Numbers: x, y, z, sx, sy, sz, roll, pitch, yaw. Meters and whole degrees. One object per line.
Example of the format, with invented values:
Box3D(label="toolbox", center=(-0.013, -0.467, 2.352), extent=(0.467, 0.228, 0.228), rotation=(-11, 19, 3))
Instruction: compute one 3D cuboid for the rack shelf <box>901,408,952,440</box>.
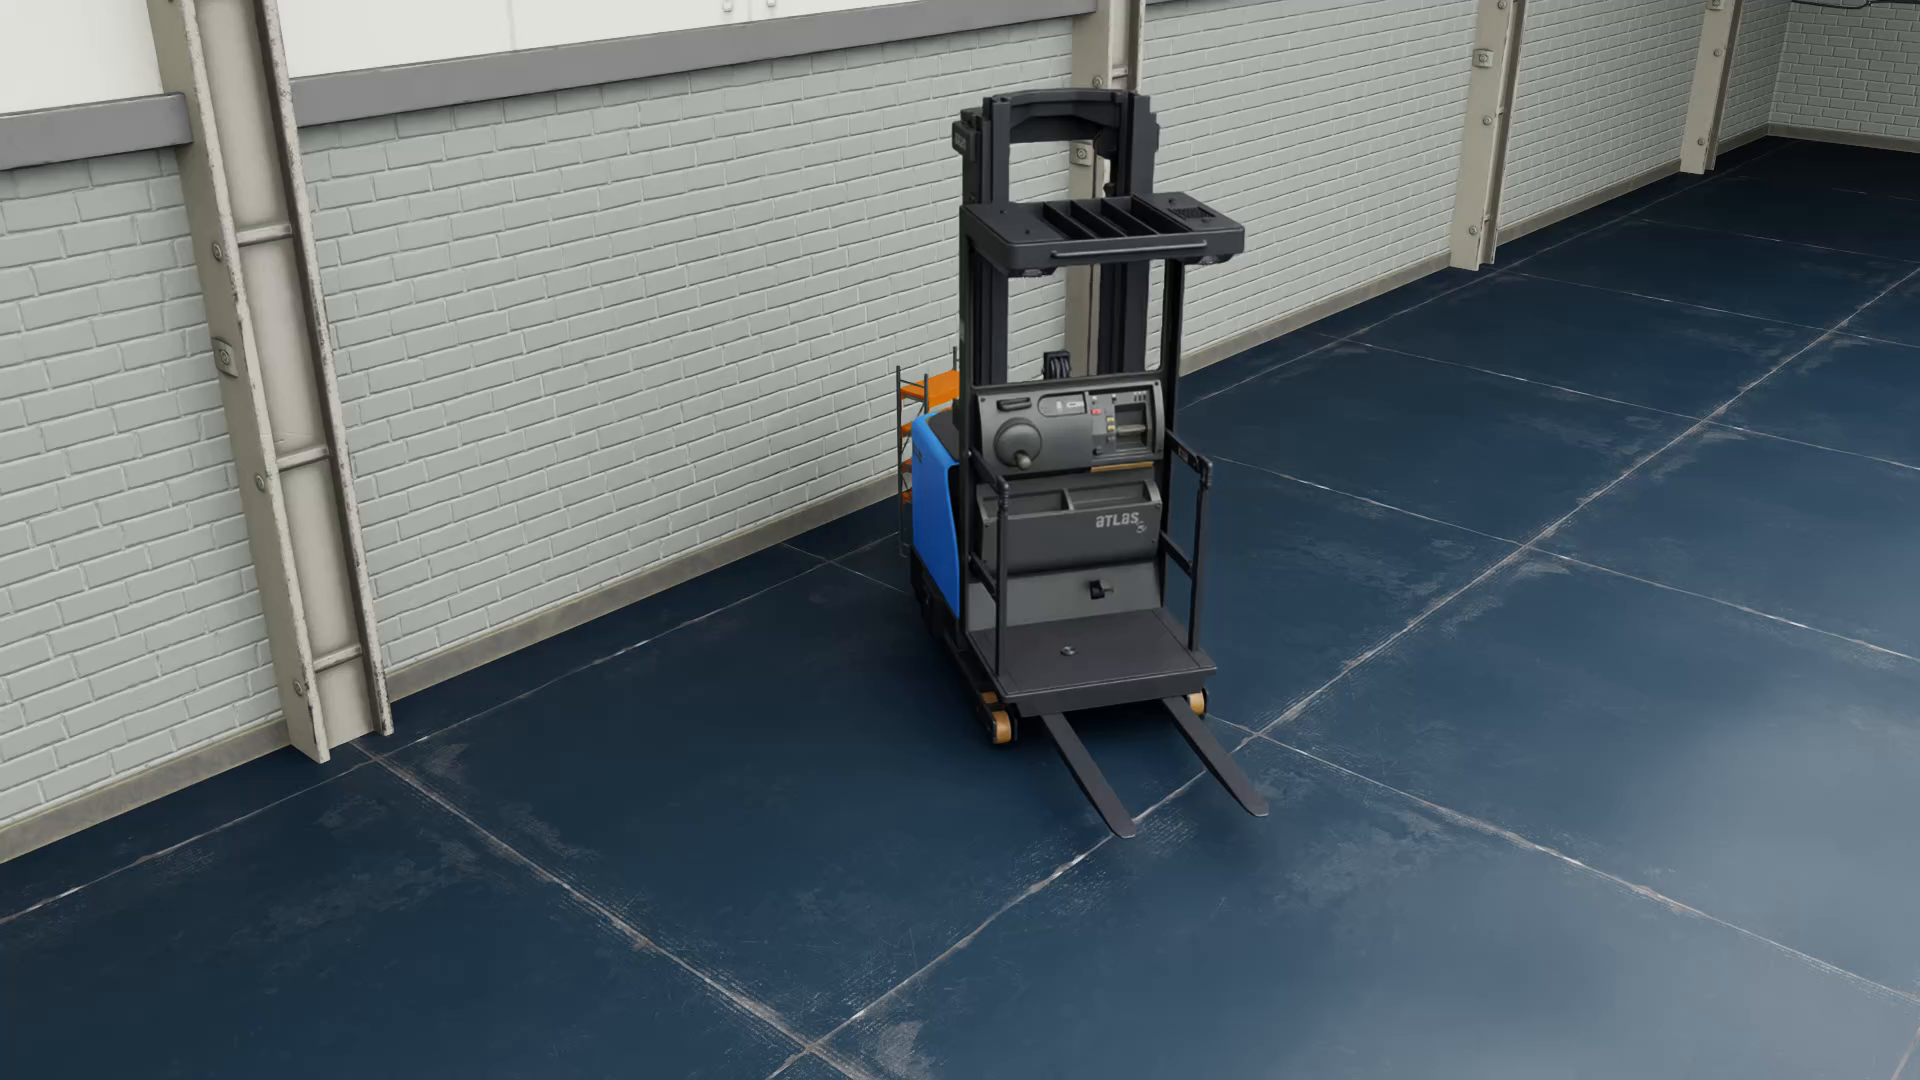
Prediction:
Box3D(label="rack shelf", center=(-0.110, -0.640, 9.828), extent=(0.258, 0.148, 0.480), rotation=(20, 31, 38))

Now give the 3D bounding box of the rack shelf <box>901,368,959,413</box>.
Box3D(label="rack shelf", center=(-0.110, -0.856, 9.731), extent=(0.258, 0.148, 0.480), rotation=(20, 31, 38))

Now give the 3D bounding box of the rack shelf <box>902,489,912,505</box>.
Box3D(label="rack shelf", center=(-0.110, -0.254, 10.001), extent=(0.258, 0.148, 0.480), rotation=(20, 31, 38))

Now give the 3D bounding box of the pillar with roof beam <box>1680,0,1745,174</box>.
Box3D(label="pillar with roof beam", center=(12.202, -7.456, 15.880), extent=(9.100, 9.000, 0.400), rotation=(20, 31, 38))

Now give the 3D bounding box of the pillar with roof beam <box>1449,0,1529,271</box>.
Box3D(label="pillar with roof beam", center=(8.197, -5.628, 11.803), extent=(9.100, 9.000, 0.400), rotation=(20, 31, 38))

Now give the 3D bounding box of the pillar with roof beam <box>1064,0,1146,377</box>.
Box3D(label="pillar with roof beam", center=(4.193, -3.800, 7.726), extent=(9.100, 9.000, 0.400), rotation=(20, 31, 38))

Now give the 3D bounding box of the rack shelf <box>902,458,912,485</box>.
Box3D(label="rack shelf", center=(-0.110, -0.436, 9.920), extent=(0.258, 0.148, 0.480), rotation=(20, 31, 38))

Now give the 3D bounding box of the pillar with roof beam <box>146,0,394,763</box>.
Box3D(label="pillar with roof beam", center=(0.188, -1.972, 3.649), extent=(9.100, 9.000, 0.400), rotation=(20, 31, 38))

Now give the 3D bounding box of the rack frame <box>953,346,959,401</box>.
Box3D(label="rack frame", center=(0.052, -0.571, 10.058), extent=(0.240, 1.200, 0.015), rotation=(20, 31, 38))

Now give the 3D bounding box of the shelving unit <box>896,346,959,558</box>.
Box3D(label="shelving unit", center=(-0.110, -0.497, 9.892), extent=(0.258, 1.200, 0.503), rotation=(20, 31, 38))

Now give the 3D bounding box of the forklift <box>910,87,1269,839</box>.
Box3D(label="forklift", center=(0.599, -0.524, 7.837), extent=(1.130, 2.935, 3.031), rotation=(-6, 25, -14))

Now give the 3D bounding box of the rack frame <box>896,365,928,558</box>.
Box3D(label="rack frame", center=(-0.273, -0.423, 9.726), extent=(0.240, 1.200, 0.015), rotation=(20, 31, 38))

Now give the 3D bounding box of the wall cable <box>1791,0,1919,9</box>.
Box3D(label="wall cable", center=(11.947, -7.751, 20.334), extent=(3.097, 2.526, 0.112), rotation=(20, 31, 38))
